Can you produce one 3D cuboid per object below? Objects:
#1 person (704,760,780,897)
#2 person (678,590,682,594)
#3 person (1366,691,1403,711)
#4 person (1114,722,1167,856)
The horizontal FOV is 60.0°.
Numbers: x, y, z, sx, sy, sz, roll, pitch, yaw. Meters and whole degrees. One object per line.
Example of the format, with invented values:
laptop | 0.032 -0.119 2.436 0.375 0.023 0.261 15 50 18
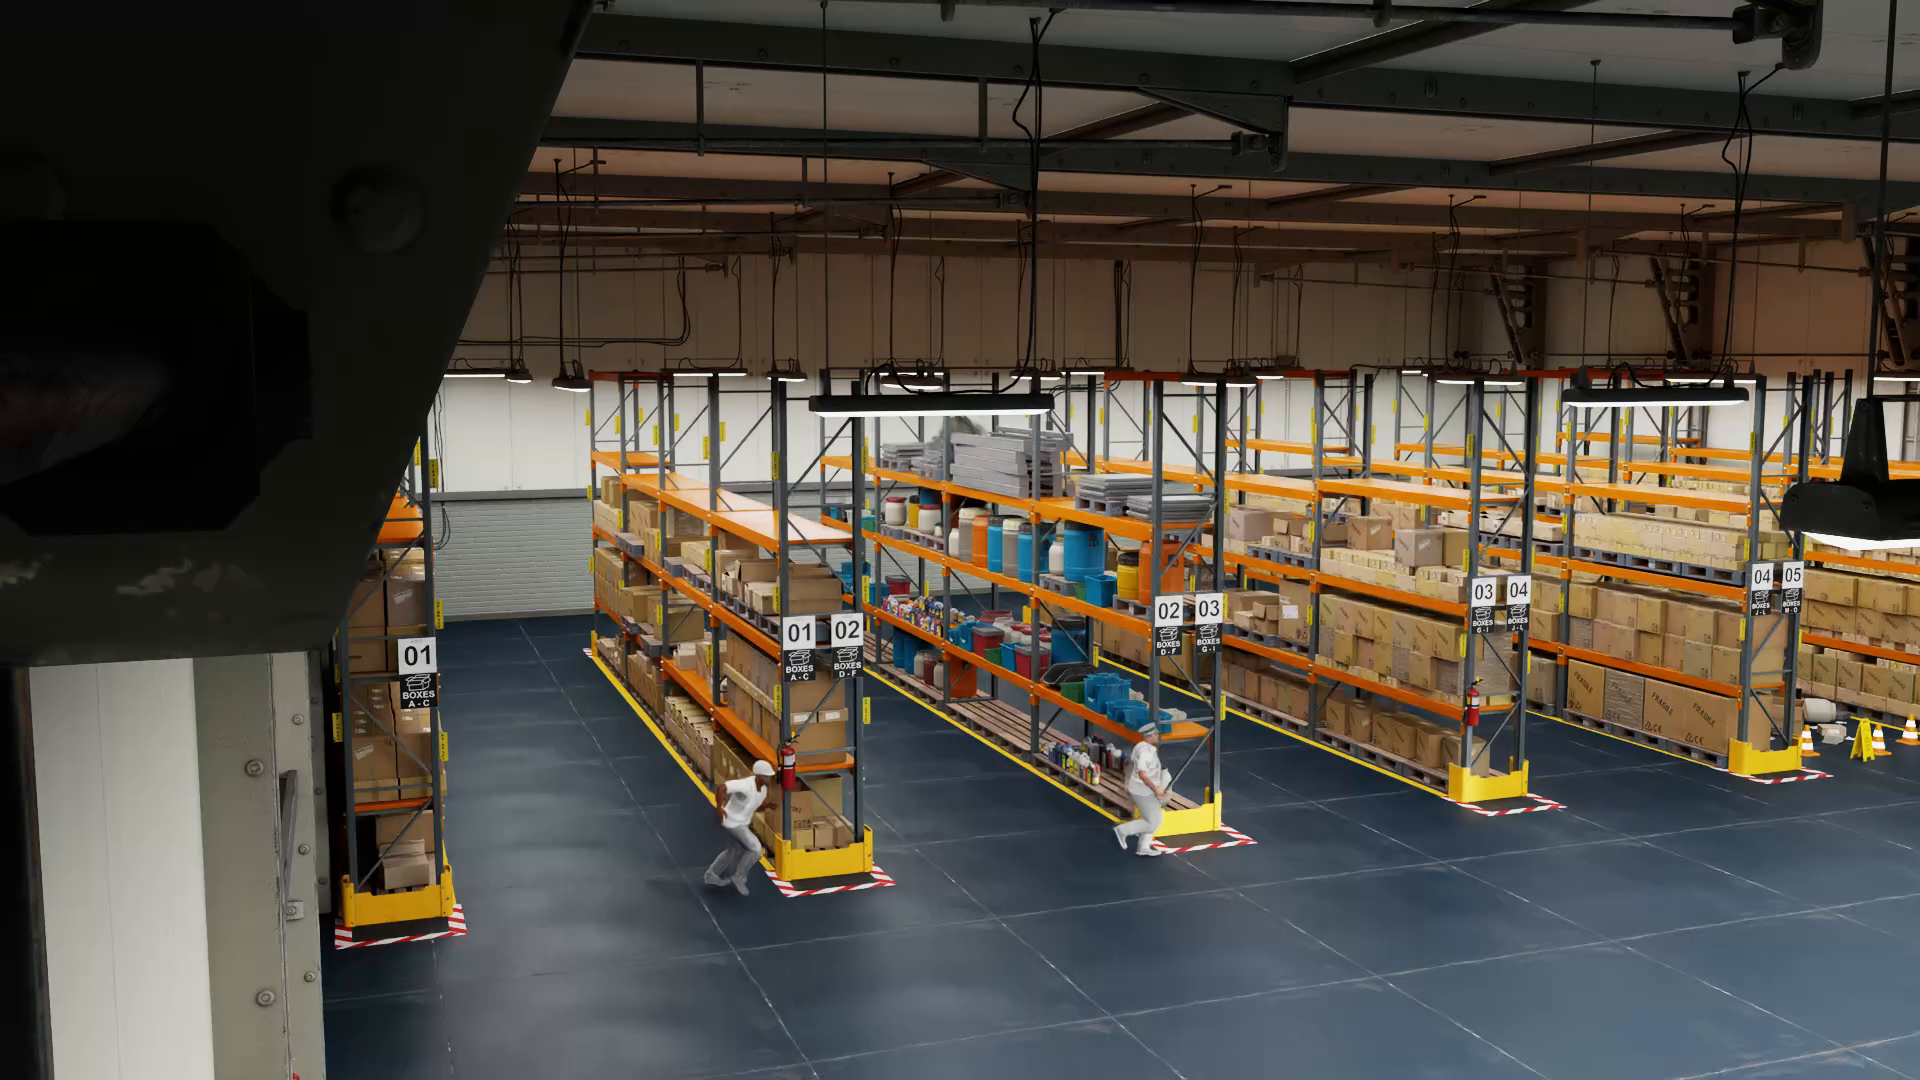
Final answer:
person | -2.593 3.372 19.460 0.968 1.656 0.743 2 7 20
person | -6.268 1.401 36.308 0.623 1.832 0.850 -6 9 -42
person | 7.397 2.337 28.732 0.734 1.671 0.869 -2 7 -15
person | 2.249 3.147 20.956 0.648 1.726 0.649 0 6 -1
